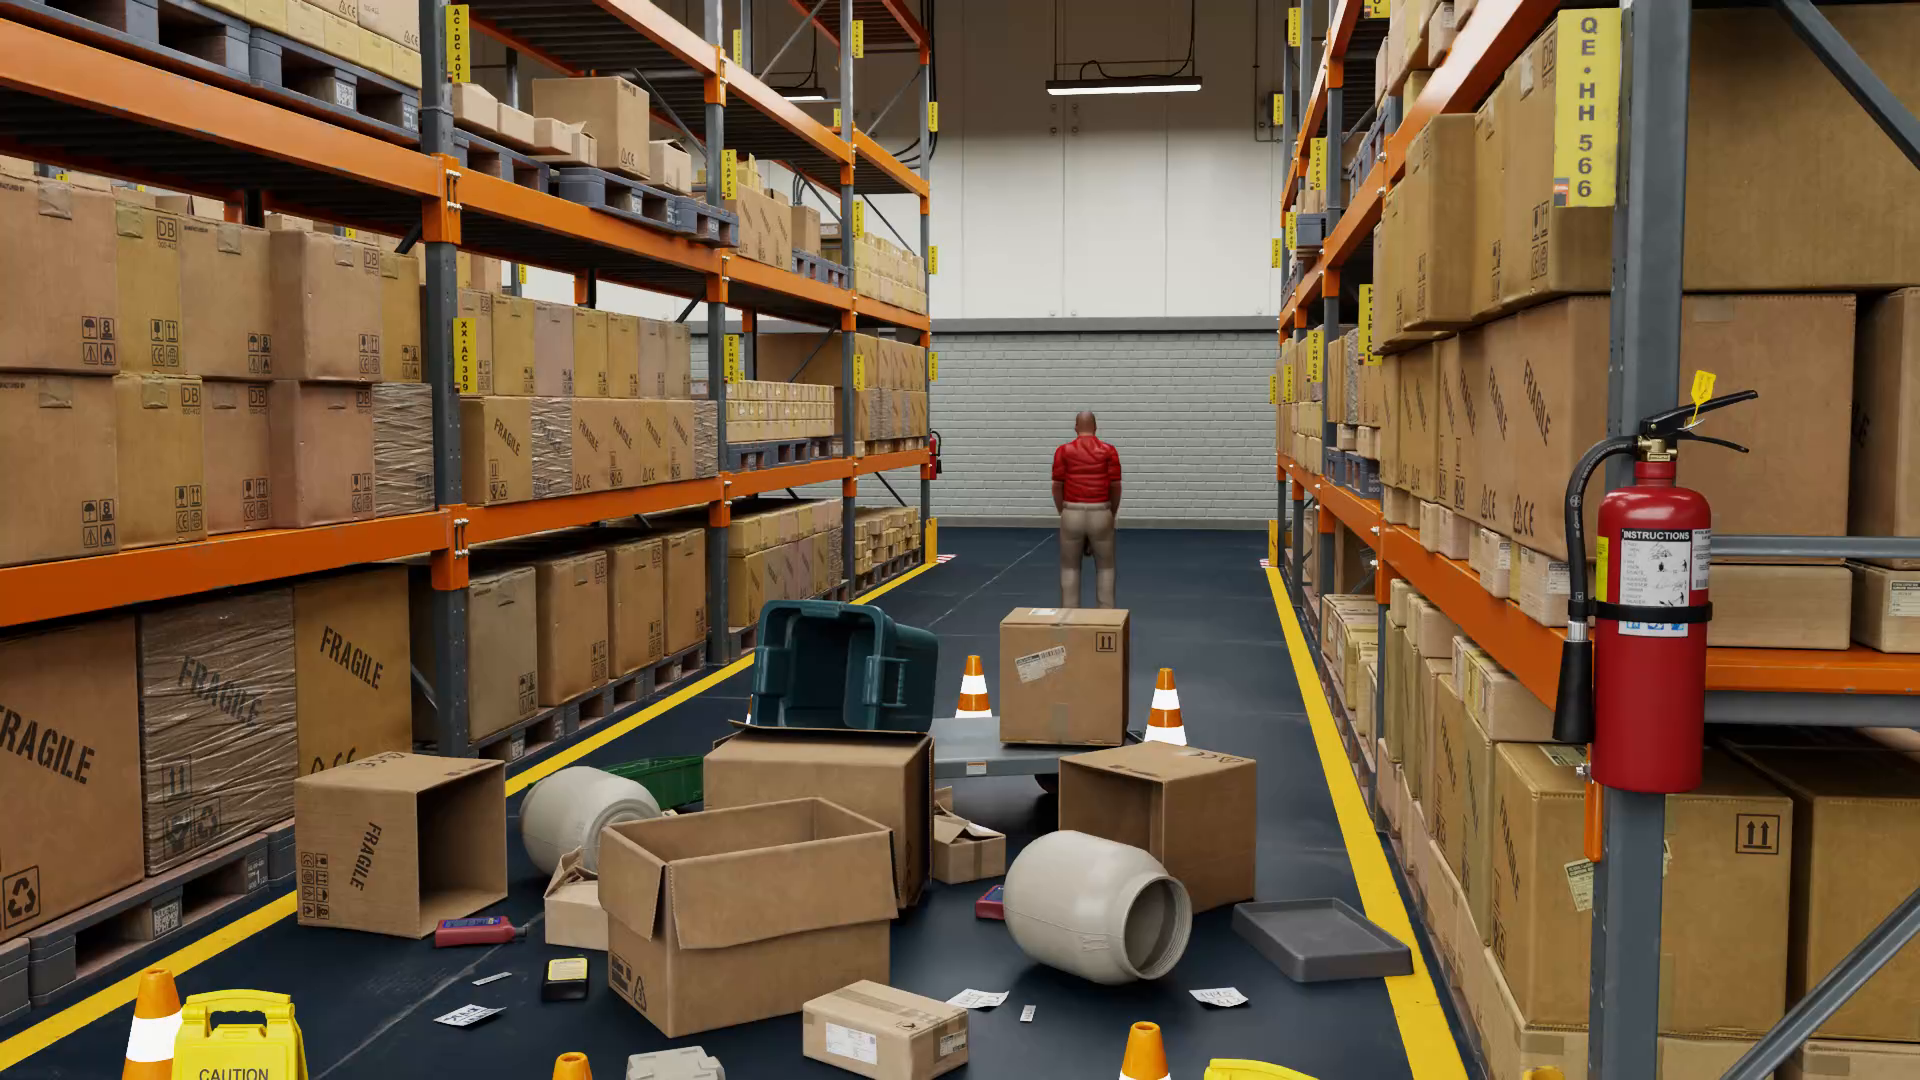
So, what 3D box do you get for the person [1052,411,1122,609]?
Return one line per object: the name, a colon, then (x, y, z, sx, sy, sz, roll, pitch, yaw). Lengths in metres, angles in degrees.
person: (0.995, -0.142, 13.024, 0.547, 1.732, 0.397, 1, 4, 7)
